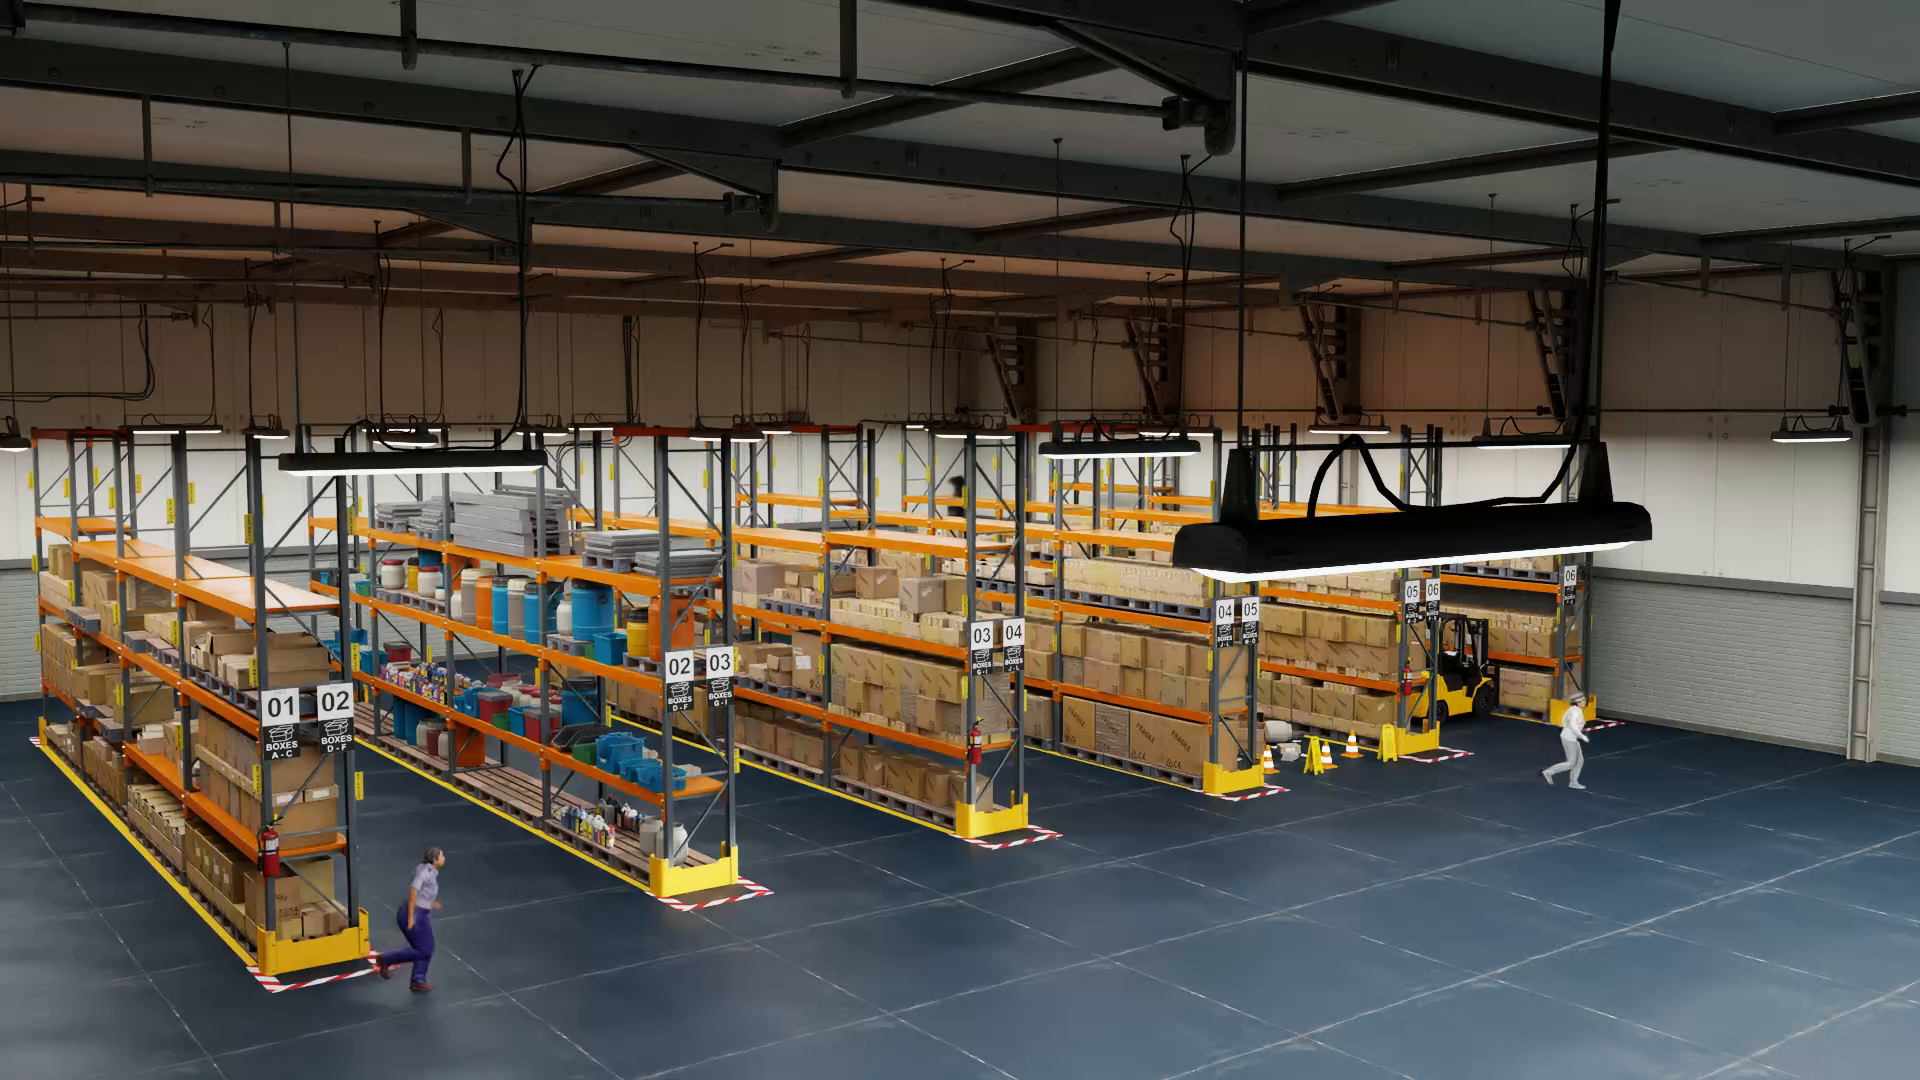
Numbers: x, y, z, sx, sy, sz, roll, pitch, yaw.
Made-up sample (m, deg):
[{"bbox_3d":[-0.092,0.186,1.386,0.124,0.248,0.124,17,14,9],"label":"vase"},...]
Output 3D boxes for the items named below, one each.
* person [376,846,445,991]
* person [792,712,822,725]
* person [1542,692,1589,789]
[{"bbox_3d":[-5.979,4.147,18.109,0.749,1.593,0.609,-2,5,-23],"label":"person"},{"bbox_3d":[-2.961,2.971,32.494,0.939,1.663,0.605,4,6,42],"label":"person"},{"bbox_3d":[10.103,3.345,27.749,0.719,1.643,0.618,1,5,13],"label":"person"}]
